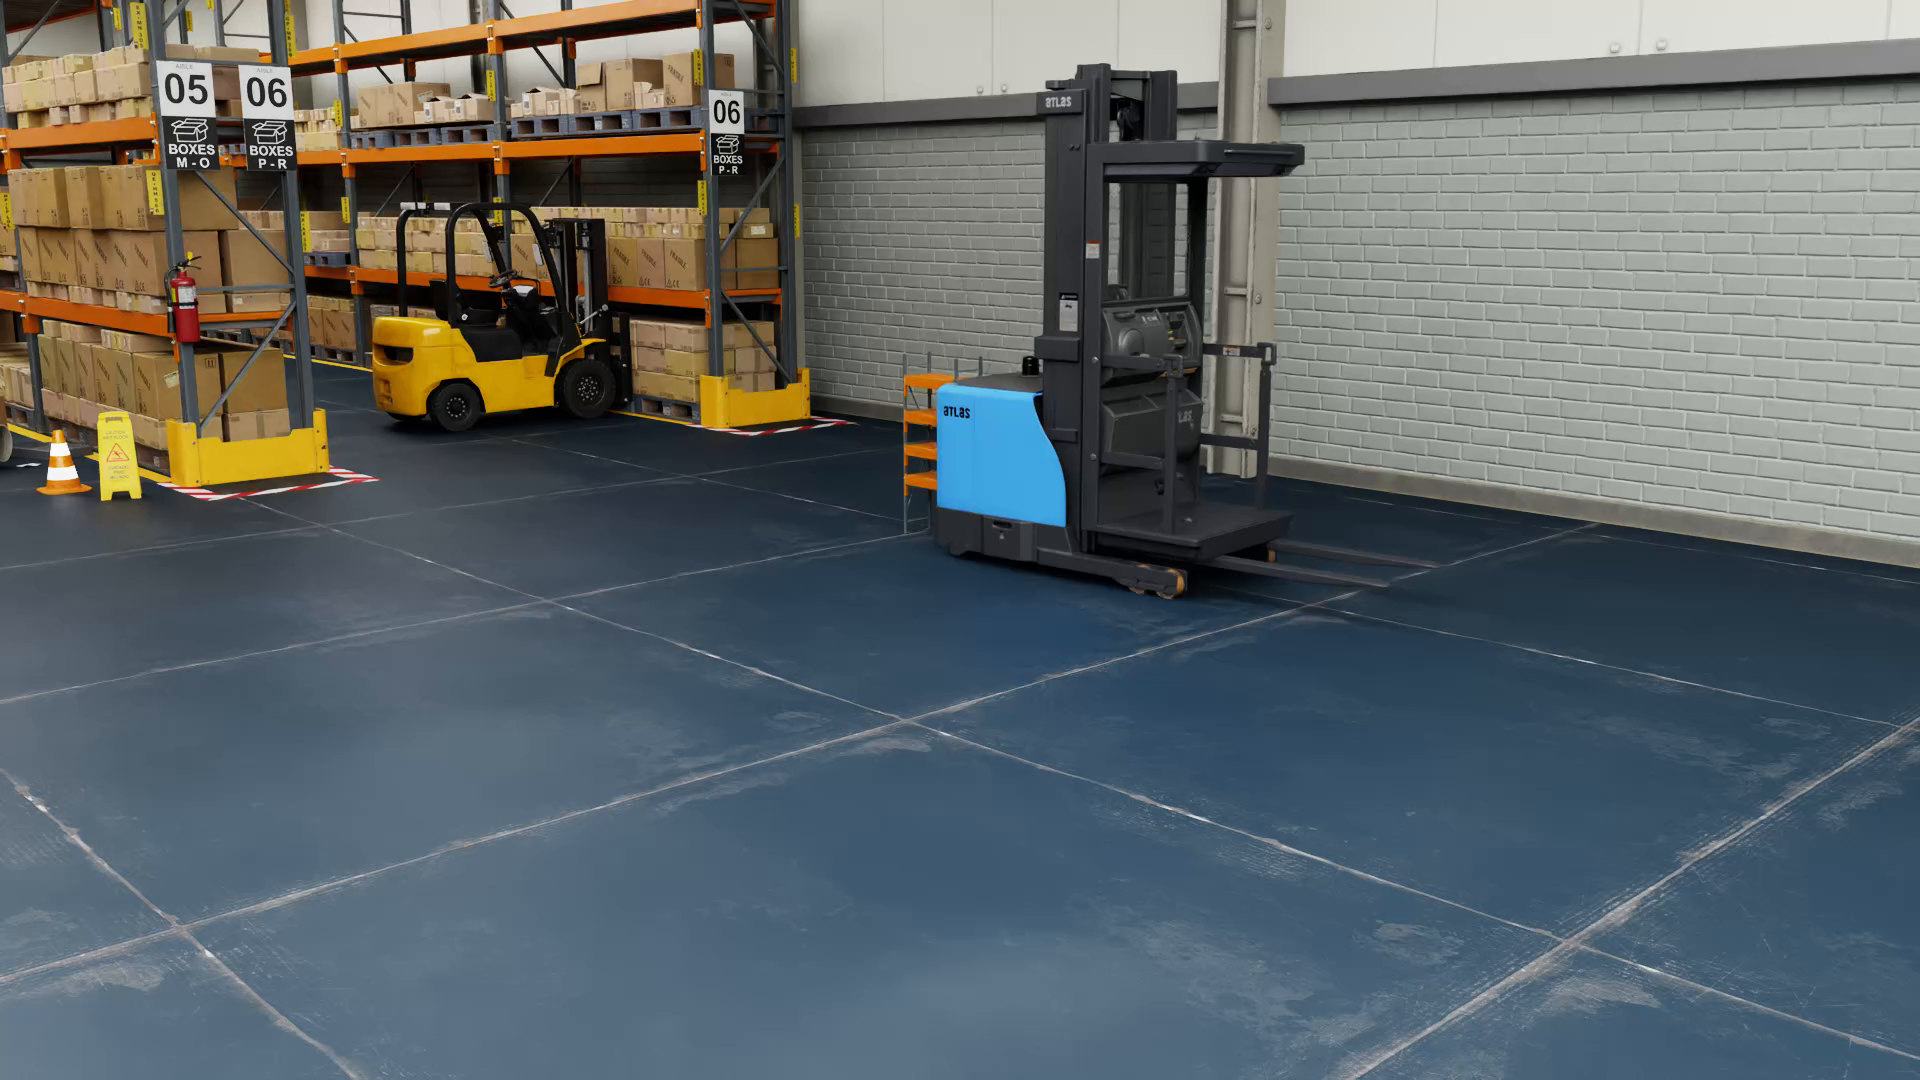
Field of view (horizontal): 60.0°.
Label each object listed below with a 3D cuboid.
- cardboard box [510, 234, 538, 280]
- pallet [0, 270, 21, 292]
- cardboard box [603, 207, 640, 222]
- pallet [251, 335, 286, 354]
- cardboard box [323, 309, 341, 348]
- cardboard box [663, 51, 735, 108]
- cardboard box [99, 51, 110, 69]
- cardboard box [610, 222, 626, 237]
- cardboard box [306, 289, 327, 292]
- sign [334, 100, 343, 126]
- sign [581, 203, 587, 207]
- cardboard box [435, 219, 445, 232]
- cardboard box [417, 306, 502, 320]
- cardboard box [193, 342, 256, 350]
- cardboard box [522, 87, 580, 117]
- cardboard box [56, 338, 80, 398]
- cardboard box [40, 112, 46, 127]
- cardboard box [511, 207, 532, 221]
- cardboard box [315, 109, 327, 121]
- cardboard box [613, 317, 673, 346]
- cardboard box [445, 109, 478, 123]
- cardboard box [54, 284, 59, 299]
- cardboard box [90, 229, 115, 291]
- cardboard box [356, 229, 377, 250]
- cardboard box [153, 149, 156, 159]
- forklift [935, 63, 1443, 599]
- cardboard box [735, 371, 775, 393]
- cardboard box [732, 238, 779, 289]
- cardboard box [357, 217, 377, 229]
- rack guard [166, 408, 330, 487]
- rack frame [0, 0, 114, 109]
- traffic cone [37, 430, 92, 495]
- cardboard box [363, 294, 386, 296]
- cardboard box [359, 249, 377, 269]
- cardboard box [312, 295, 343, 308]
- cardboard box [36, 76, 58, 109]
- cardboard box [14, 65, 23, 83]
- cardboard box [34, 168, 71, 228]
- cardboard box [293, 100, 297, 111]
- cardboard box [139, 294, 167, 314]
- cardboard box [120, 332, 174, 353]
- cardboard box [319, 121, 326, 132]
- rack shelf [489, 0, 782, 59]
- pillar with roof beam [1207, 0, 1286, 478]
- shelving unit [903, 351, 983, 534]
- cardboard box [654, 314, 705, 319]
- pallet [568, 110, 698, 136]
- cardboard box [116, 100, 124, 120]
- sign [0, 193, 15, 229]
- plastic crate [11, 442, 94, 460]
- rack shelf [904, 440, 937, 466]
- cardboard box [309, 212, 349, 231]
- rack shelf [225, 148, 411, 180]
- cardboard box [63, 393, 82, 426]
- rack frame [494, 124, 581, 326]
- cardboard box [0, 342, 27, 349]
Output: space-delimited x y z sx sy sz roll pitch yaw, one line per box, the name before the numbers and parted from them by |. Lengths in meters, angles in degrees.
cardboard box | -4.700 -3.192 18.721 0.500 0.500 0.500 11 16 44
pallet | -8.828 -2.589 16.522 1.003 0.211 1.213 -11 16 -43
cardboard box | -3.519 -3.418 17.477 0.380 0.149 0.250 -11 16 -42
pallet | -9.753 -2.932 24.620 1.003 0.211 1.213 -11 16 -43
cardboard box | -8.366 -2.915 22.782 0.500 0.500 0.500 -11 16 -43
cardboard box | -2.537 -4.463 16.172 0.500 0.500 0.500 -10 15 -41
cardboard box | -6.731 -3.871 13.481 0.380 0.149 0.250 -11 16 -43
cardboard box | -3.401 -3.222 17.262 0.380 0.149 0.250 -11 16 -42
cardboard box | -9.520 -3.625 24.619 0.380 0.149 0.250 -11 16 -42
sign | -7.974 -5.475 21.336 0.100 0.325 0.005 -11 16 -43
sign | -4.417 -3.784 19.504 0.100 0.325 0.005 -11 16 -43
cardboard box | -6.118 -3.812 20.124 0.380 0.149 0.250 -11 16 -42
cardboard box | -6.237 -2.585 20.868 0.625 0.625 0.875 11 16 43
cardboard box | -6.381 -1.429 14.331 0.500 0.500 0.500 11 16 43
cardboard box | -4.419 -4.769 18.122 0.500 0.311 0.500 -10 16 -41
cardboard box | -7.815 -1.578 15.050 0.500 0.500 0.500 -10 15 -40
cardboard box | -7.976 -3.751 14.874 0.380 0.149 0.250 -11 16 -43
cardboard box | -4.812 -3.668 18.690 0.380 0.149 0.250 -10 16 -41
cardboard box | -8.357 -5.658 22.153 0.250 0.149 0.380 11 16 43
cardboard box | -3.311 -2.178 17.347 0.500 0.250 0.500 -11 16 -42
cardboard box | -5.797 -4.963 19.466 0.380 0.149 0.250 -11 16 -43
cardboard box | -8.002 -2.274 15.136 0.380 0.149 0.250 -11 16 -43
cardboard box | -6.902 -2.350 13.902 0.500 0.500 0.500 -11 16 -43
cardboard box | -7.468 -3.897 21.524 0.500 0.250 0.500 -11 16 -43
cardboard box | -12.590 -6.137 26.455 0.380 0.149 0.250 -10 16 -41
forklift | 1.287 -1.225 9.595 3.031 2.935 1.130 10 15 40
cardboard box | -2.253 -1.618 17.104 0.500 0.250 0.500 -11 16 -42
cardboard box | -2.197 -2.820 16.918 0.500 0.500 0.500 -10 15 -41
cardboard box | -7.573 -4.107 21.555 0.380 0.149 0.250 -10 15 -41
rack guard | -5.695 -0.755 13.335 1.175 0.500 0.348 -11 16 -43
rack frame | -8.405 -5.490 15.257 1.000 3.000 0.127 -11 16 -43
traffic cone | -6.873 -0.608 12.717 0.336 0.463 0.334 -11 16 -43
cardboard box | -8.229 -3.366 23.364 0.250 0.149 0.380 11 16 43
cardboard box | -7.450 -3.655 21.591 0.500 0.250 0.500 -11 16 -42
cardboard box | -8.787 -3.325 23.162 0.380 0.149 0.250 -11 16 -43
cardboard box | -7.600 -3.842 14.325 0.500 0.250 0.500 -11 16 -42
cardboard box | -8.223 -4.163 14.896 0.380 0.149 0.250 -10 15 -41
cardboard box | -7.594 -2.987 14.512 0.700 0.500 0.500 -11 16 -44
cardboard box | -9.875 -6.292 24.153 0.396 0.266 0.258 -11 16 -43
cardboard box | -6.311 -1.891 13.279 0.380 0.149 0.250 -11 16 -43
cardboard box | -6.687 -1.637 13.729 0.380 0.149 0.250 -10 15 -41
cardboard box | -8.327 -5.519 22.217 0.380 0.149 0.250 -10 16 -41
rack shelf | -3.437 -5.342 17.313 1.077 0.370 4.000 -11 16 -43
pillar with roof beam | -0.854 -4.350 9.724 9.100 9.000 0.400 -11 16 -43
shelving unit | -0.114 -0.612 10.908 0.258 1.200 0.503 -11 16 -43
cardboard box | -2.936 -2.252 17.705 0.500 0.250 0.500 -11 16 -43
pallet | -3.372 -4.371 17.478 1.003 0.211 1.213 -11 16 -43
cardboard box | -6.446 -3.402 13.181 0.380 0.149 0.250 -10 15 -41
sign | -8.804 -3.041 15.368 0.100 0.325 0.005 -11 16 -43
plastic crate | -7.914 -0.778 14.490 0.583 0.080 0.402 6 13 26
rack shelf | -0.114 -0.546 10.921 0.258 0.148 0.480 -11 16 -43
cardboard box | -8.841 -4.296 23.034 0.637 0.503 0.797 11 16 44
rack shelf | -8.961 -5.236 23.243 1.077 0.370 4.000 -11 16 -43
cardboard box | -7.816 -1.210 15.126 0.500 0.250 0.500 -10 15 -39
rack frame | -4.818 -3.244 19.222 1.000 3.000 0.127 -11 16 -43
cardboard box | -10.785 -1.970 18.512 0.625 0.372 0.950 10 16 41
